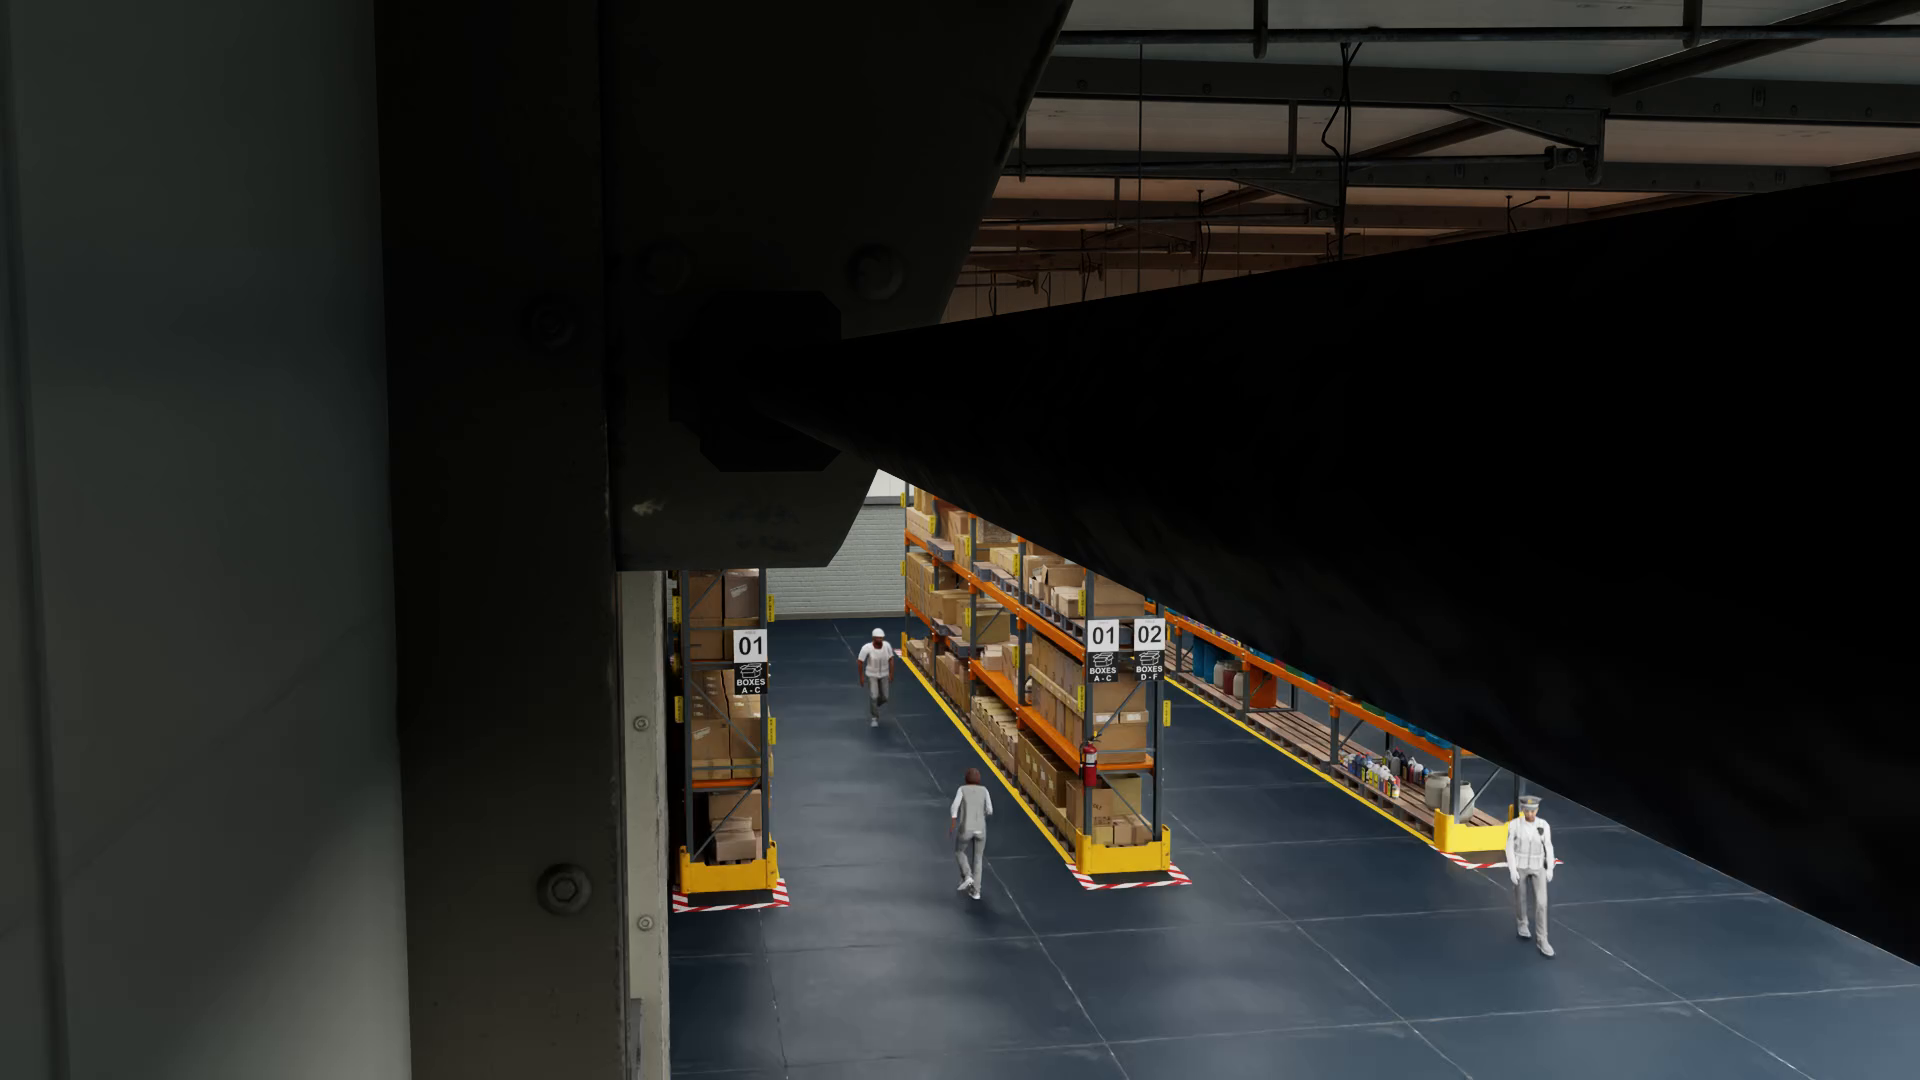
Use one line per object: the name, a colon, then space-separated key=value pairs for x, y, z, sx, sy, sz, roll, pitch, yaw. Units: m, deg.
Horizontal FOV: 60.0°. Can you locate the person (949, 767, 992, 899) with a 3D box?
person: x=0.133 y=3.511 z=20.103 sx=0.536 sy=1.497 sz=0.756 roll=-1 pitch=6 yaw=-7

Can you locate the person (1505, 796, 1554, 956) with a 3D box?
person: x=6.234 y=3.613 z=18.171 sx=0.534 sy=1.629 sz=0.887 roll=2 pitch=6 yaw=18

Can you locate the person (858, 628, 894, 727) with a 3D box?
person: x=-1.511 y=2.408 z=29.563 sx=0.659 sy=1.743 sz=0.656 roll=-3 pitch=6 yaw=-23
